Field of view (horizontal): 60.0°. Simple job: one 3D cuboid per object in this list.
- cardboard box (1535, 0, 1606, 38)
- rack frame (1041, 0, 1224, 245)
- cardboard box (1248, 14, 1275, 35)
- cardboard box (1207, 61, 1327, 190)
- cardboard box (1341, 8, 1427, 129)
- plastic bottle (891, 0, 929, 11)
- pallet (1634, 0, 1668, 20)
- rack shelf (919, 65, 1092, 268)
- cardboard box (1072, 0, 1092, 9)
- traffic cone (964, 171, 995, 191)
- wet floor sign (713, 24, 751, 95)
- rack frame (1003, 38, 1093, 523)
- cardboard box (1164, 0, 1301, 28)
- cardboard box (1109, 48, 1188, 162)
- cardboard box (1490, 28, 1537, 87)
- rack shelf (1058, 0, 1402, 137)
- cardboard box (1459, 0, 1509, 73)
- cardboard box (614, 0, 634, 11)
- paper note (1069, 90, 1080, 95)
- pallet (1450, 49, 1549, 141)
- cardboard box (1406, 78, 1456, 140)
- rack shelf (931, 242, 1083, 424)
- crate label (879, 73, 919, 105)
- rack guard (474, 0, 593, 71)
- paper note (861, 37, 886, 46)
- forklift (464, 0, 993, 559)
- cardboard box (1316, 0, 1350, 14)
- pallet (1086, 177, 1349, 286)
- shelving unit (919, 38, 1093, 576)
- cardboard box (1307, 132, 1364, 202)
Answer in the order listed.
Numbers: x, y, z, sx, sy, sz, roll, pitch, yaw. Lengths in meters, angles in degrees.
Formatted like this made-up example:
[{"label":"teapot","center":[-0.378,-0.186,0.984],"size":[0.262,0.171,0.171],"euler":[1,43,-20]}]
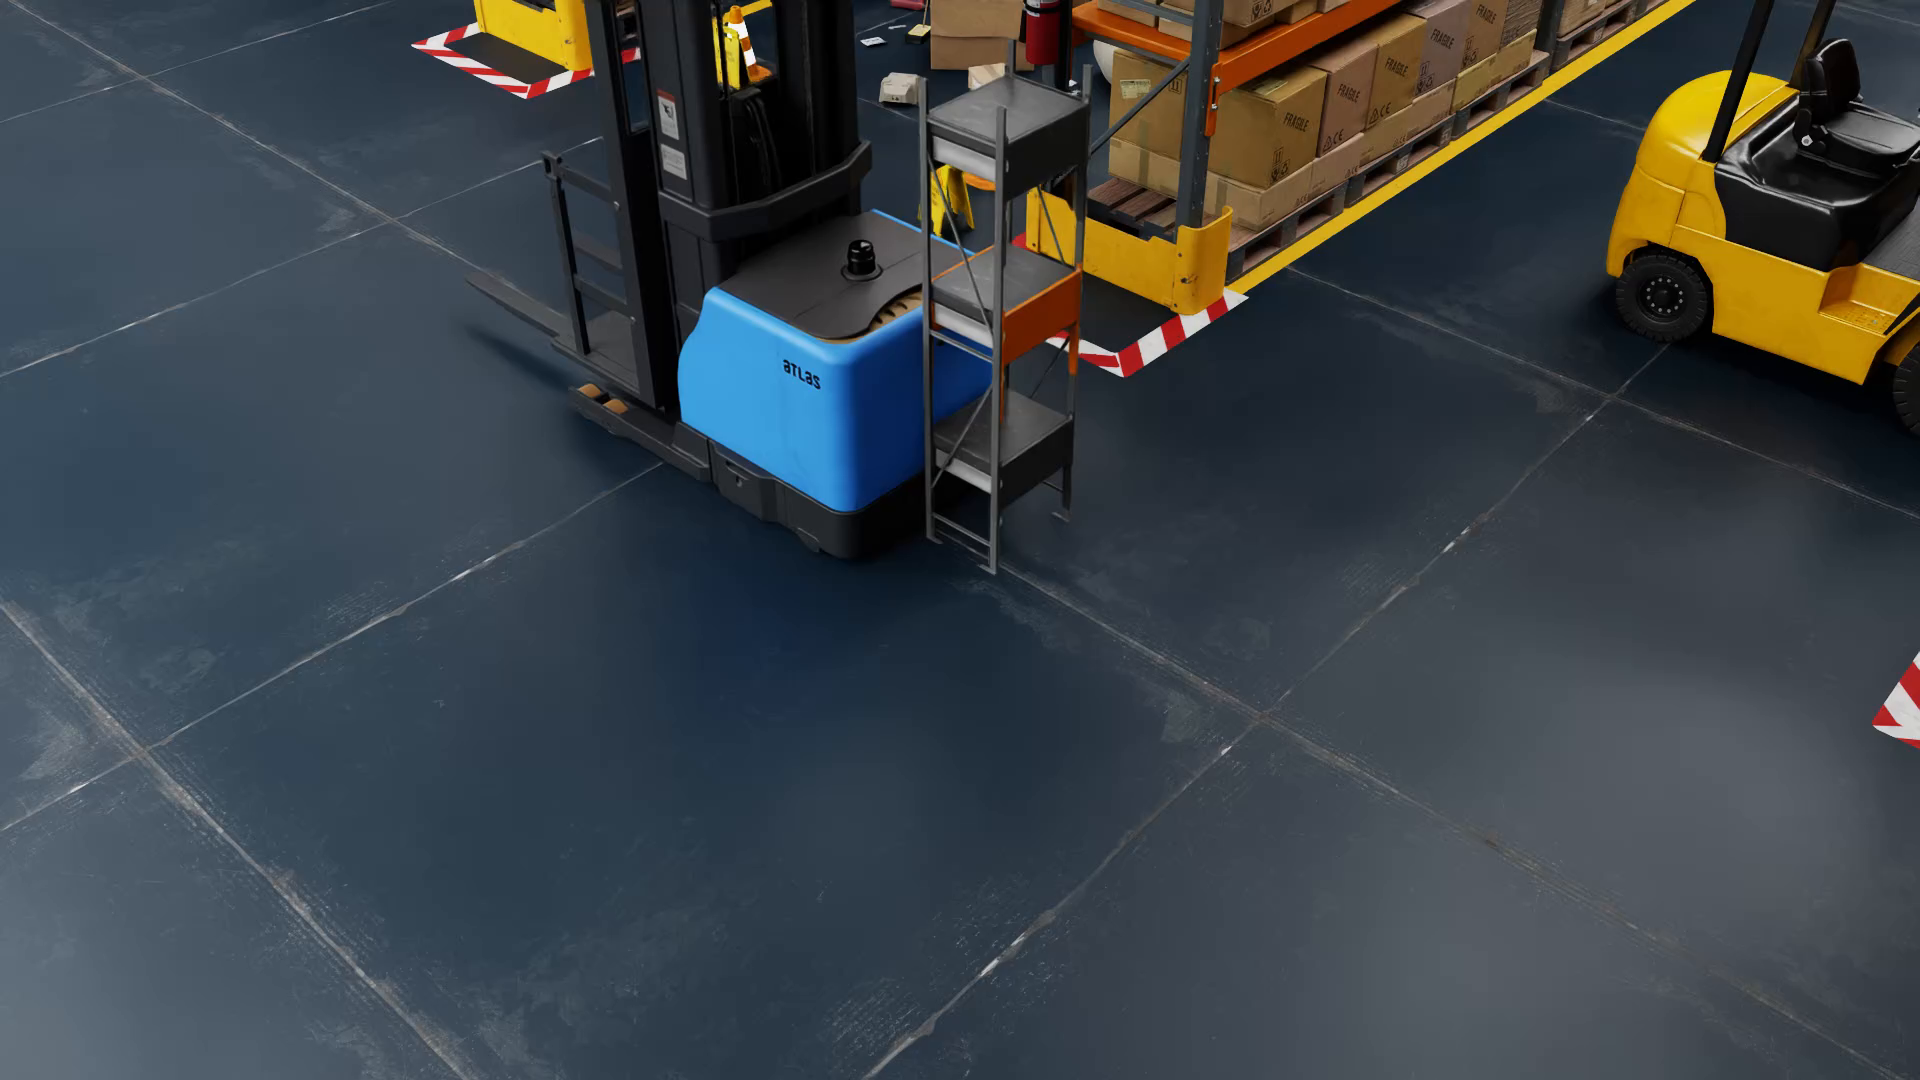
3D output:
[{"label":"cardboard box","center":[3.888,-3.840,11.443],"size":[0.950,0.372,0.625],"euler":[30,47,32]},{"label":"rack frame","center":[0.838,-2.625,8.141],"size":[1.000,3.000,0.127],"euler":[30,47,32]},{"label":"cardboard box","center":[1.379,-2.718,8.459],"size":[0.380,0.149,0.250],"euler":[30,48,32]},{"label":"cardboard box","center":[1.602,-2.272,8.967],"size":[0.500,0.500,0.500],"euler":[28,46,31]},{"label":"cardboard box","center":[2.296,-2.741,9.556],"size":[0.500,0.500,0.500],"euler":[31,48,33]},{"label":"plastic bottle","center":[-0.350,-3.920,12.130],"size":[0.283,0.061,0.133],"euler":[14,41,17]},{"label":"pallet","center":[4.883,-4.292,12.479],"size":[1.003,0.211,1.213],"euler":[30,47,32]},{"label":"rack shelf","center":[0.169,-1.405,6.227],"size":[0.431,0.518,0.480],"euler":[29,47,31]},{"label":"cardboard box","center":[0.779,-4.004,11.772],"size":[0.797,0.637,0.503],"euler":[30,47,32]},{"label":"traffic cone","center":[0.176,-2.371,9.860],"size":[0.336,0.463,0.334],"euler":[30,47,32]},{"label":"wet floor sign","center":[-1.442,-2.891,10.367],"size":[0.267,0.644,0.232],"euler":[22,43,25]},{"label":"rack frame","center":[0.331,-0.982,6.797],"size":[0.400,2.100,0.015],"euler":[29,47,31]},{"label":"cardboard box","center":[1.362,-2.882,8.144],"size":[0.500,0.500,0.500],"euler":[29,47,31]},{"label":"cardboard box","center":[1.186,-2.484,9.233],"size":[0.500,0.500,0.500],"euler":[30,47,32]},{"label":"cardboard box","center":[3.336,-3.166,10.693],"size":[0.500,0.250,0.500],"euler":[-32,48,-34]},{"label":"rack shelf","center":[2.187,-3.262,9.520],"size":[1.077,0.370,4.000],"euler":[30,47,32]},{"label":"cardboard box","center":[2.993,-3.225,10.165],"size":[0.500,0.500,0.500],"euler":[31,48,33]},{"label":"cardboard box","center":[-2.476,-4.329,11.654],"size":[0.875,0.875,0.875],"euler":[30,47,32]},{"label":"paper note","center":[0.744,-2.941,10.941],"size":[0.032,0.001,0.123],"euler":[30,47,32]},{"label":"pallet","center":[3.109,-3.048,10.913],"size":[1.003,0.211,1.213],"euler":[30,47,32]},{"label":"cardboard box","center":[2.637,-2.686,10.089],"size":[0.500,0.250,0.500],"euler":[30,48,32]},{"label":"rack shelf","center":[0.169,-0.857,6.663],"size":[0.431,0.518,0.480],"euler":[29,47,31]},{"label":"crate label","center":[-0.389,-2.941,10.838],"size":[0.250,0.136,0.298],"euler":[8,39,10]},{"label":"rack guard","center":[-2.901,-3.667,11.460],"size":[1.175,0.500,0.348],"euler":[30,47,32]},{"label":"paper note","center":[-0.601,-3.482,11.606],"size":[0.142,0.017,0.144],"euler":[-18,42,-21]},{"label":"forklift","center":[-1.229,-1.860,7.234],"size":[3.031,2.935,1.130],"euler":[30,47,32]},{"label":"cardboard box","center":[1.823,-2.903,8.692],"size":[0.380,0.149,0.250],"euler":[30,48,32]},{"label":"pallet","center":[1.463,-1.927,9.503],"size":[1.003,0.211,1.213],"euler":[30,47,32]},{"label":"shelving unit","center":[0.169,-0.868,6.654],"size":[0.431,2.100,0.503],"euler":[29,47,31]},{"label":"cardboard box","center":[1.936,-2.199,9.477],"size":[0.500,0.250,0.500],"euler":[31,48,33]}]
